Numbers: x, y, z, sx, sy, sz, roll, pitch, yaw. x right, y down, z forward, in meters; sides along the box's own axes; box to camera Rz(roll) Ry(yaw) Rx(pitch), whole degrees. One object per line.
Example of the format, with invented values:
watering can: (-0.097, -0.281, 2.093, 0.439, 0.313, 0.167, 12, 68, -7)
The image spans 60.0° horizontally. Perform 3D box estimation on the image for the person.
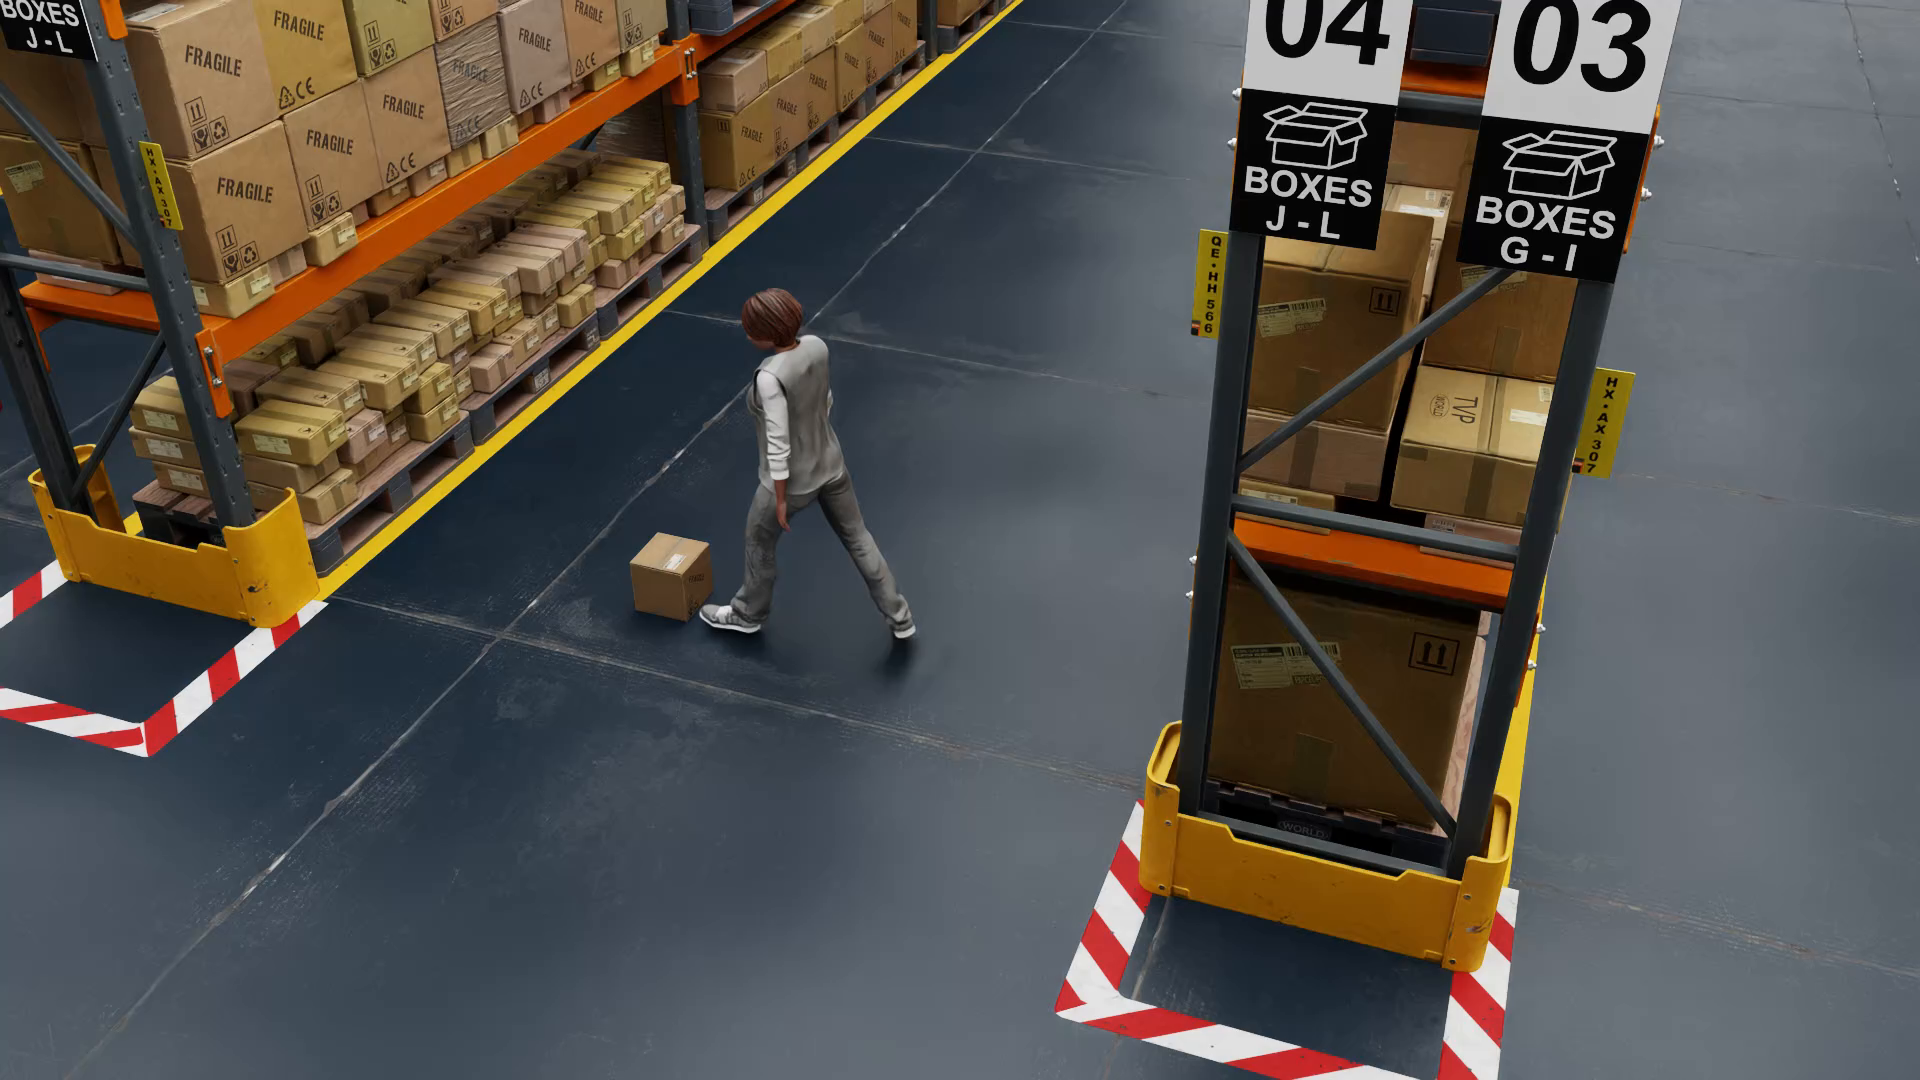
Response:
person: (-0.607, -0.181, 6.633, 0.848, 1.313, 0.555, 23, 40, 30)
